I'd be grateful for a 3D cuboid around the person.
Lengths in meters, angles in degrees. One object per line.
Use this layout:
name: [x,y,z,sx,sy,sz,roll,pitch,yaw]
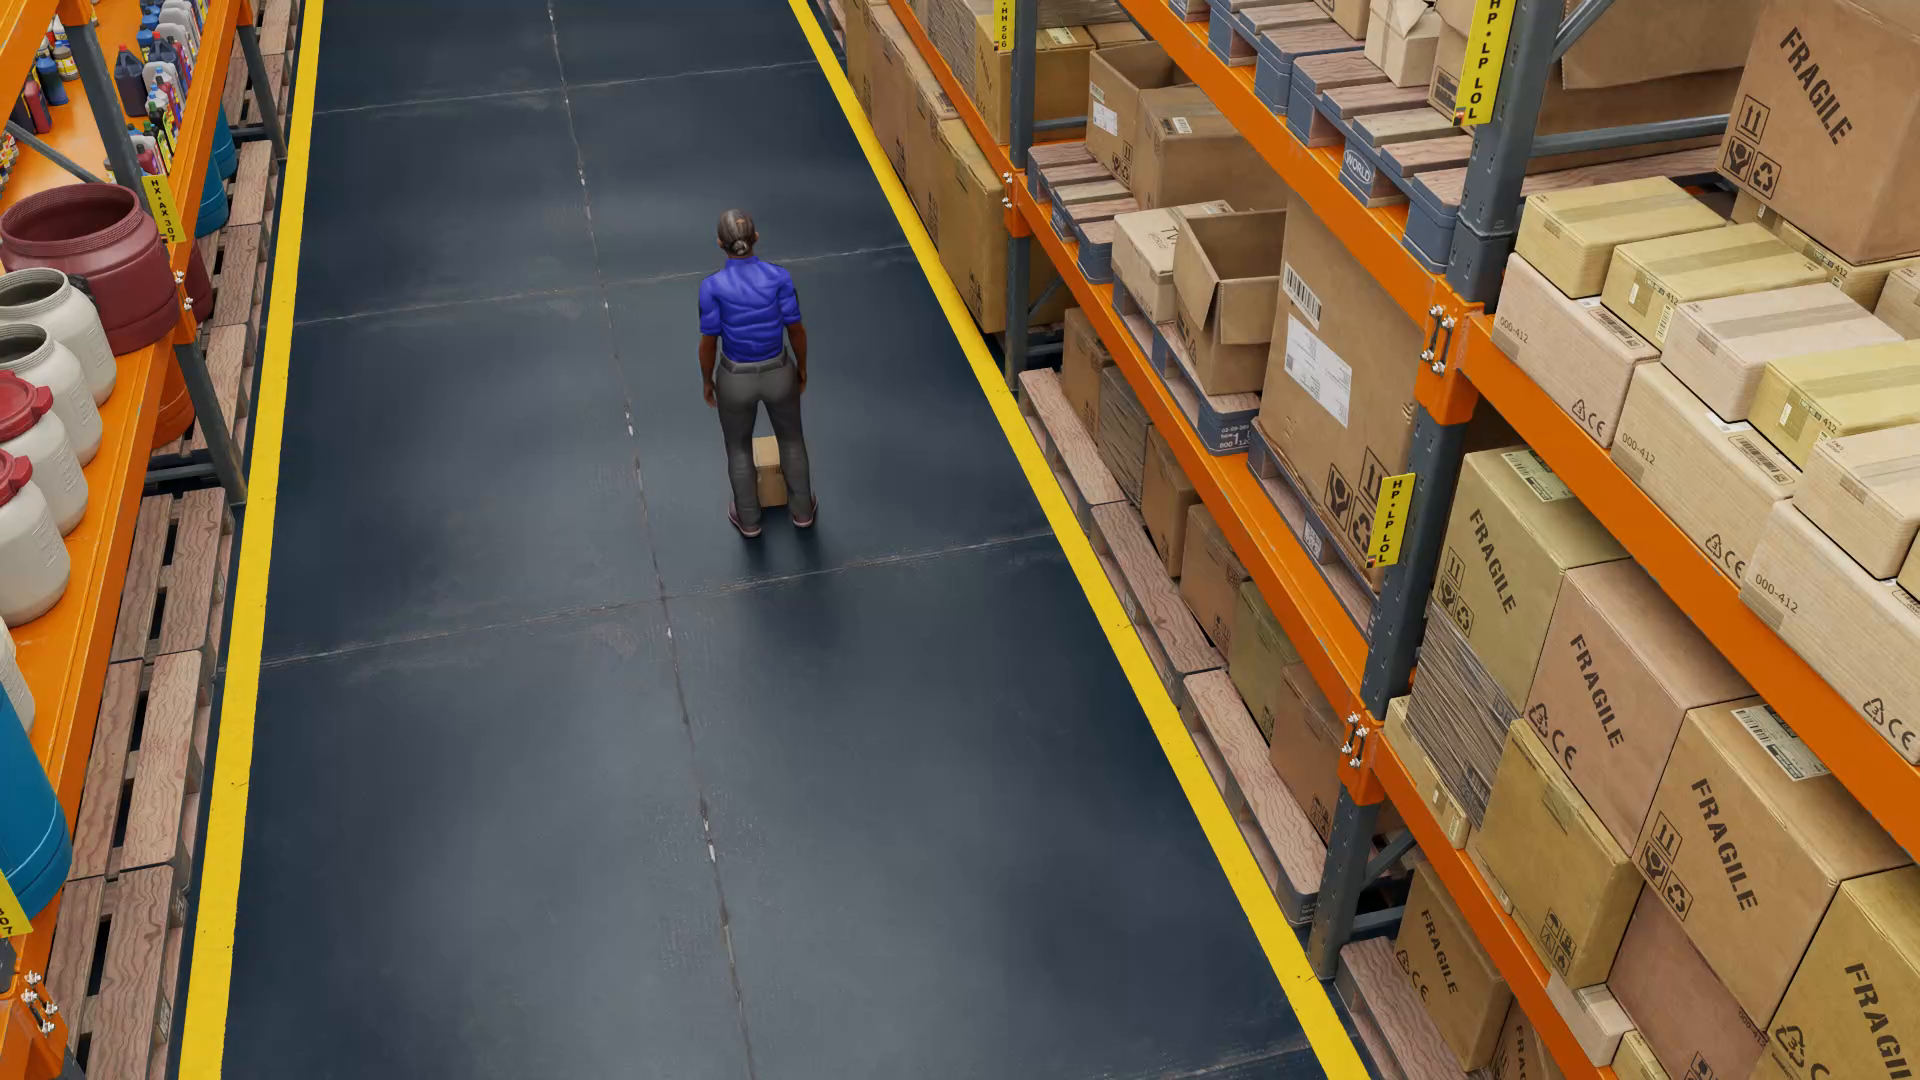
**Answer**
person: [-0.942,-0.773,7.635,0.493,1.584,0.349,-10,39,-12]
